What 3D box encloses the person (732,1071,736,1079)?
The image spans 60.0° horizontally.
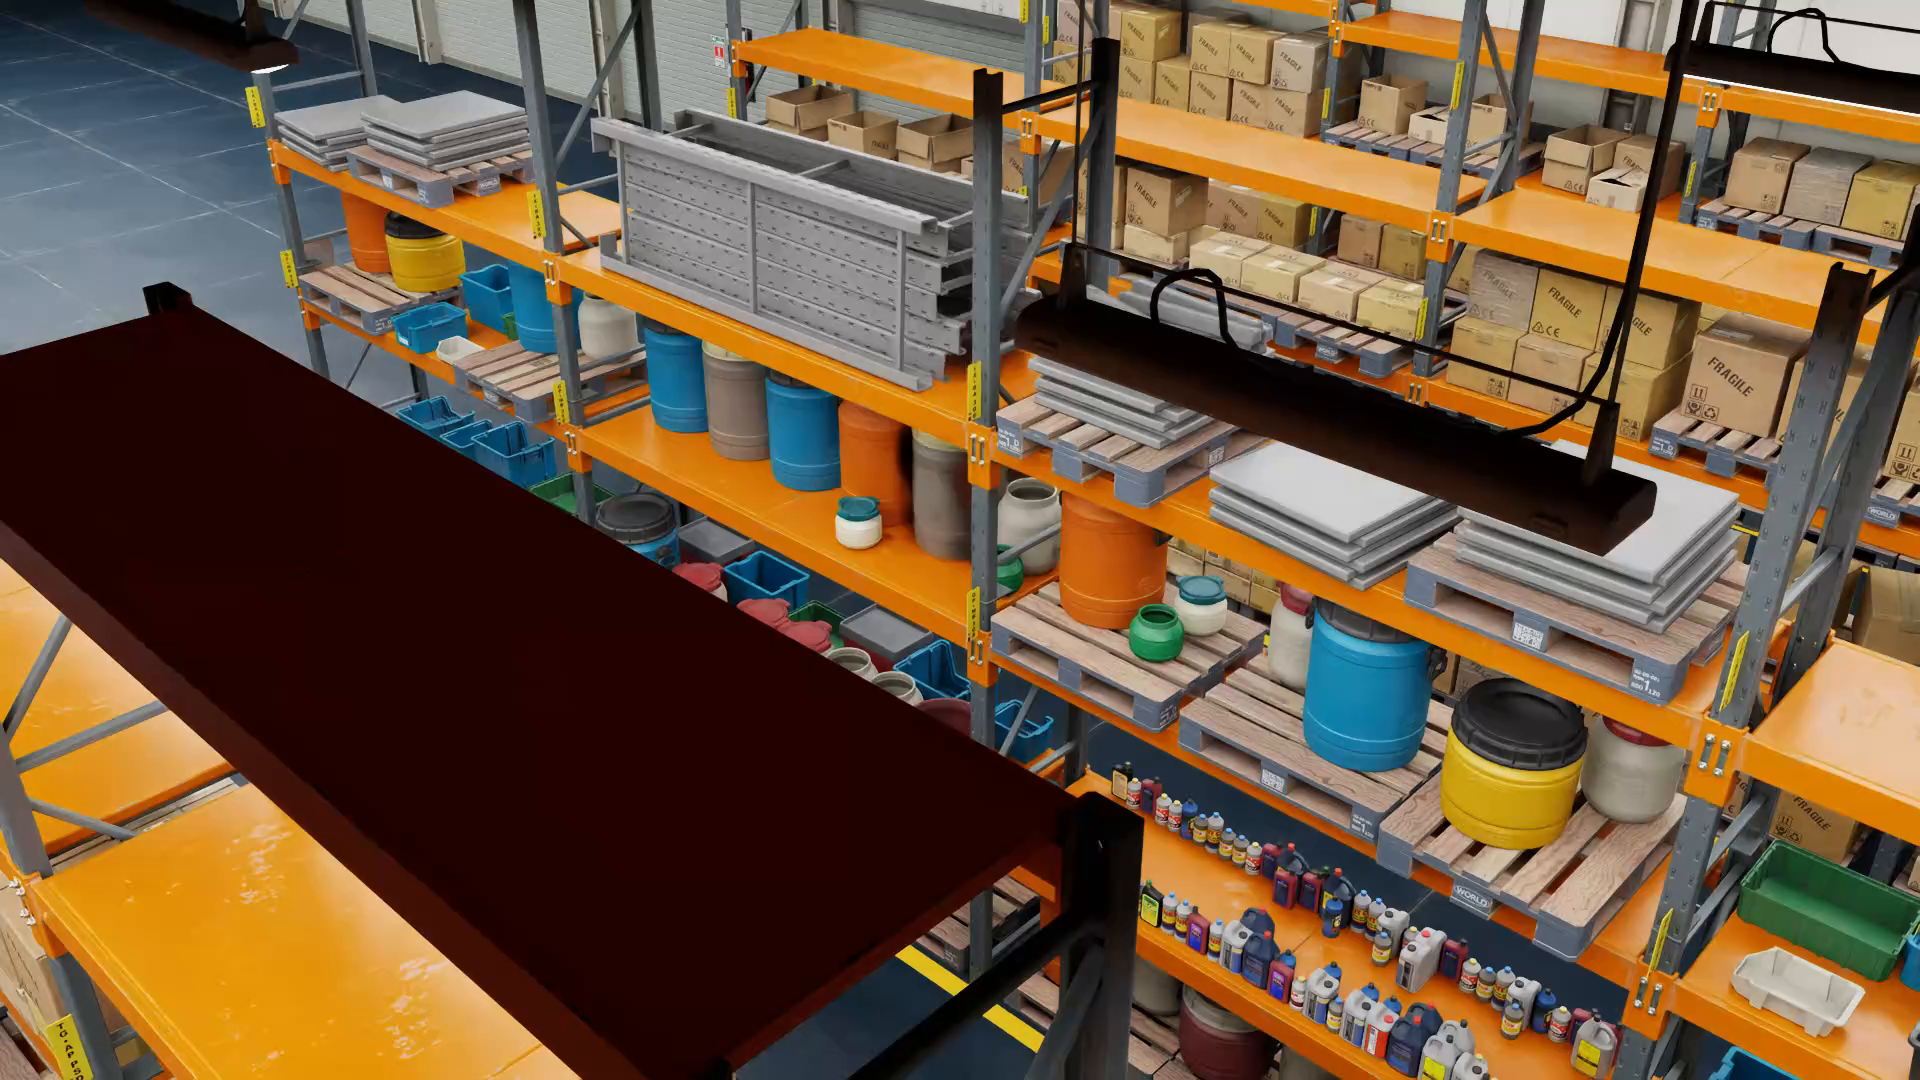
[{"bbox_3d":[-1.368,3.015,9.190,0.449,1.673,0.518,-21,35,-32],"label":"person"}]
